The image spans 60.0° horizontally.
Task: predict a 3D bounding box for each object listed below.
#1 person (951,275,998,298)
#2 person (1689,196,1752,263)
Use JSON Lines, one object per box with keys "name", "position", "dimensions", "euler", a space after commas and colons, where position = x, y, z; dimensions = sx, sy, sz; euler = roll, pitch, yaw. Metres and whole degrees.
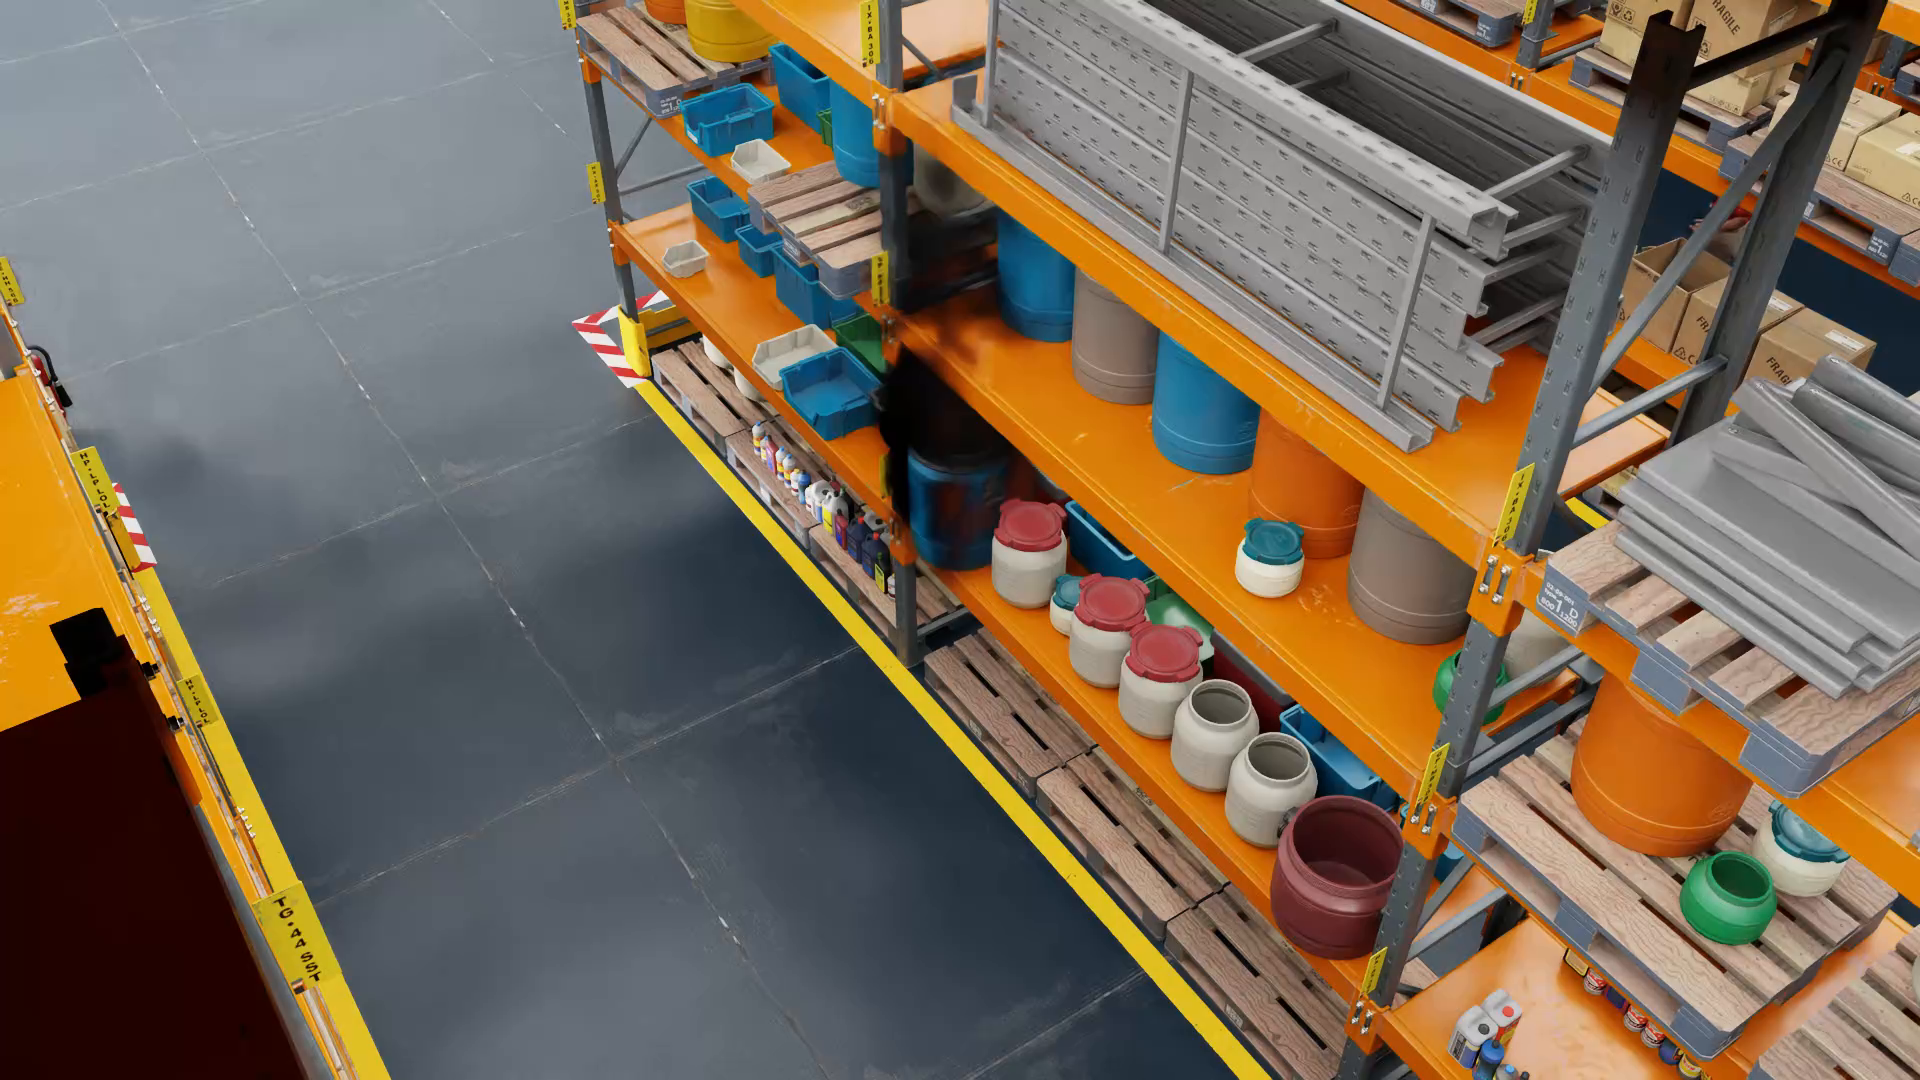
{"name": "person", "position": [0.115, -1.998, 12.513], "dimensions": [0.665, 1.685, 0.752], "euler": [-30, 50, -28]}
{"name": "person", "position": [6.090, -2.407, 13.134], "dimensions": [0.550, 1.680, 0.649], "euler": [32, 51, 30]}
